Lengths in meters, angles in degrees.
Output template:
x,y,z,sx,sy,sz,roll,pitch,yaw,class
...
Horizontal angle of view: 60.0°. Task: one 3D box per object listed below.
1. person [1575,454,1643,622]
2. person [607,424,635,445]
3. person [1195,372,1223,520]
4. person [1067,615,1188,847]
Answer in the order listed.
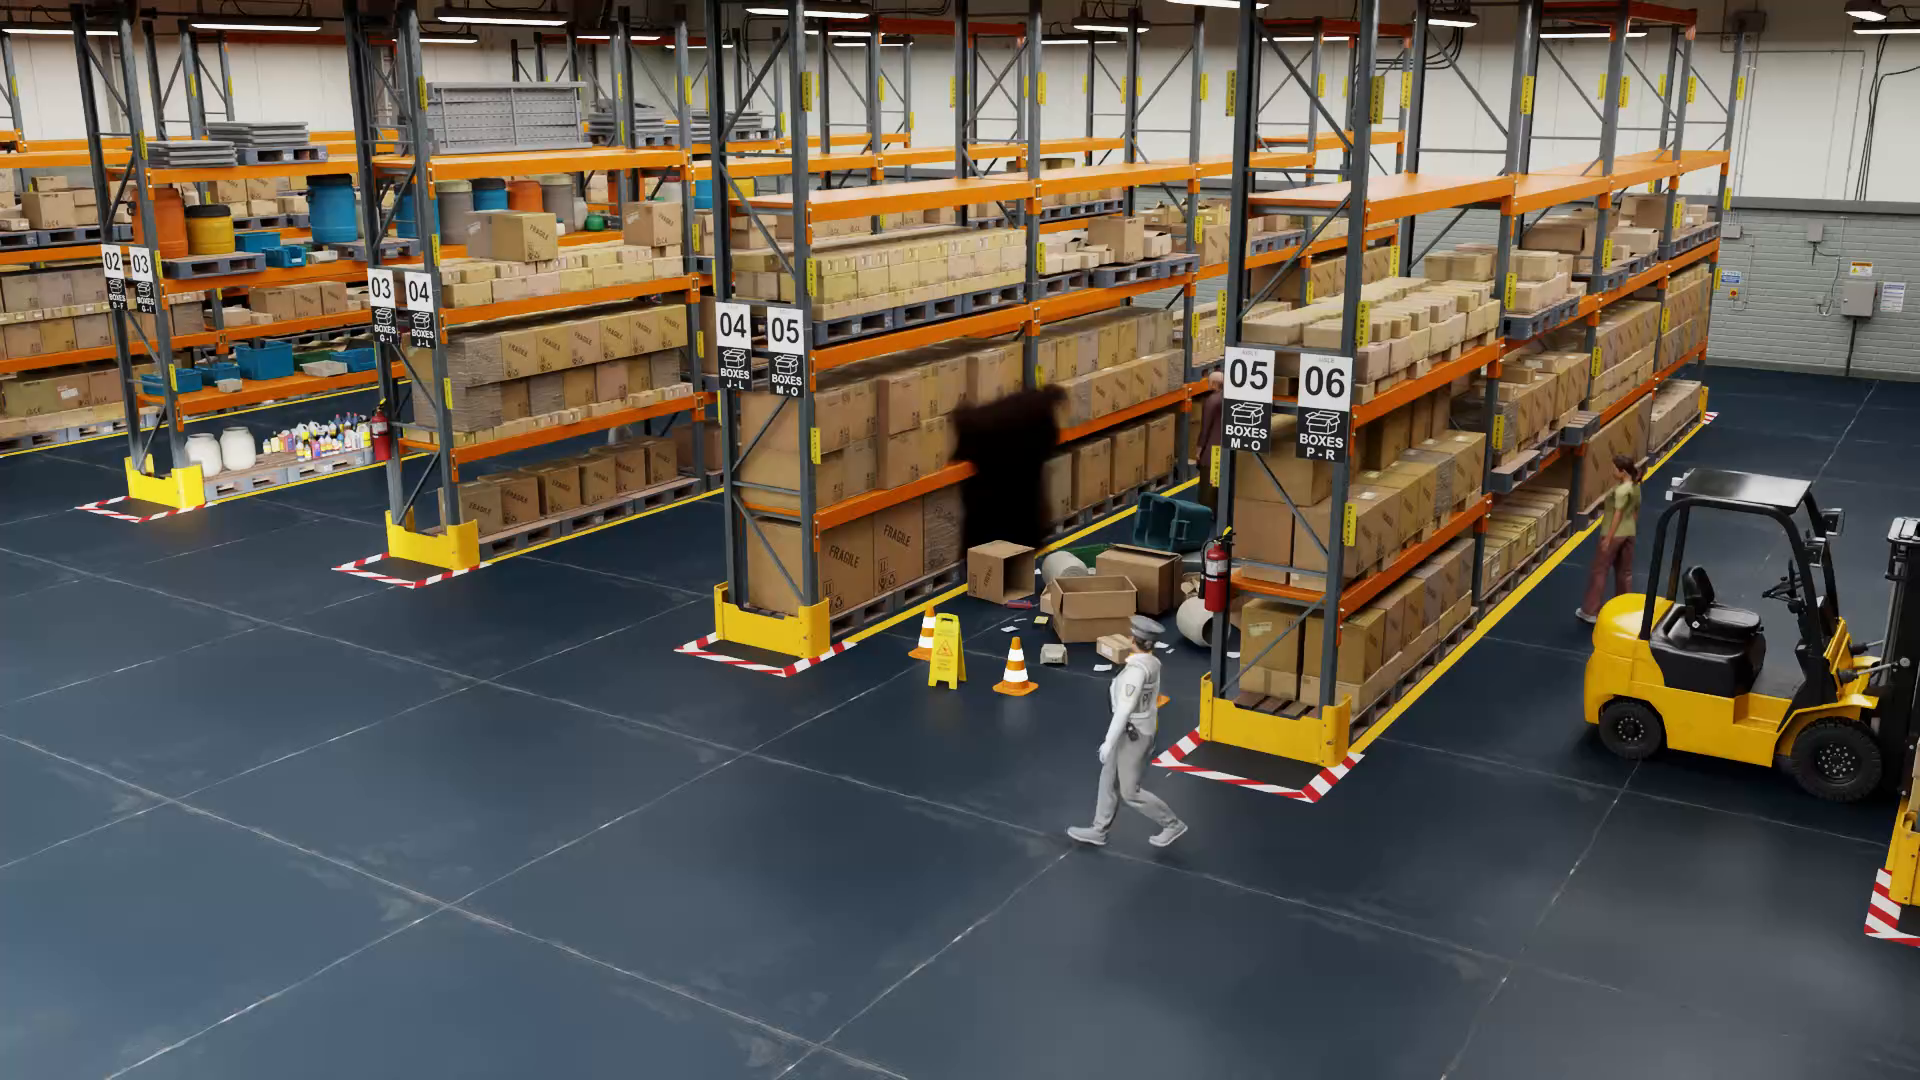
x,y,z,sx,sy,sz,roll,pitch,yaw,class
6.353,-0.034,16.209,0.542,1.663,0.427,-9,18,-28,person
-4.748,-1.894,22.847,0.496,1.693,1.048,10,18,32,person
3.057,-1.133,19.967,0.664,1.797,0.446,-15,21,-43,person
1.156,1.343,11.331,0.814,1.642,0.465,0,16,-1,person
